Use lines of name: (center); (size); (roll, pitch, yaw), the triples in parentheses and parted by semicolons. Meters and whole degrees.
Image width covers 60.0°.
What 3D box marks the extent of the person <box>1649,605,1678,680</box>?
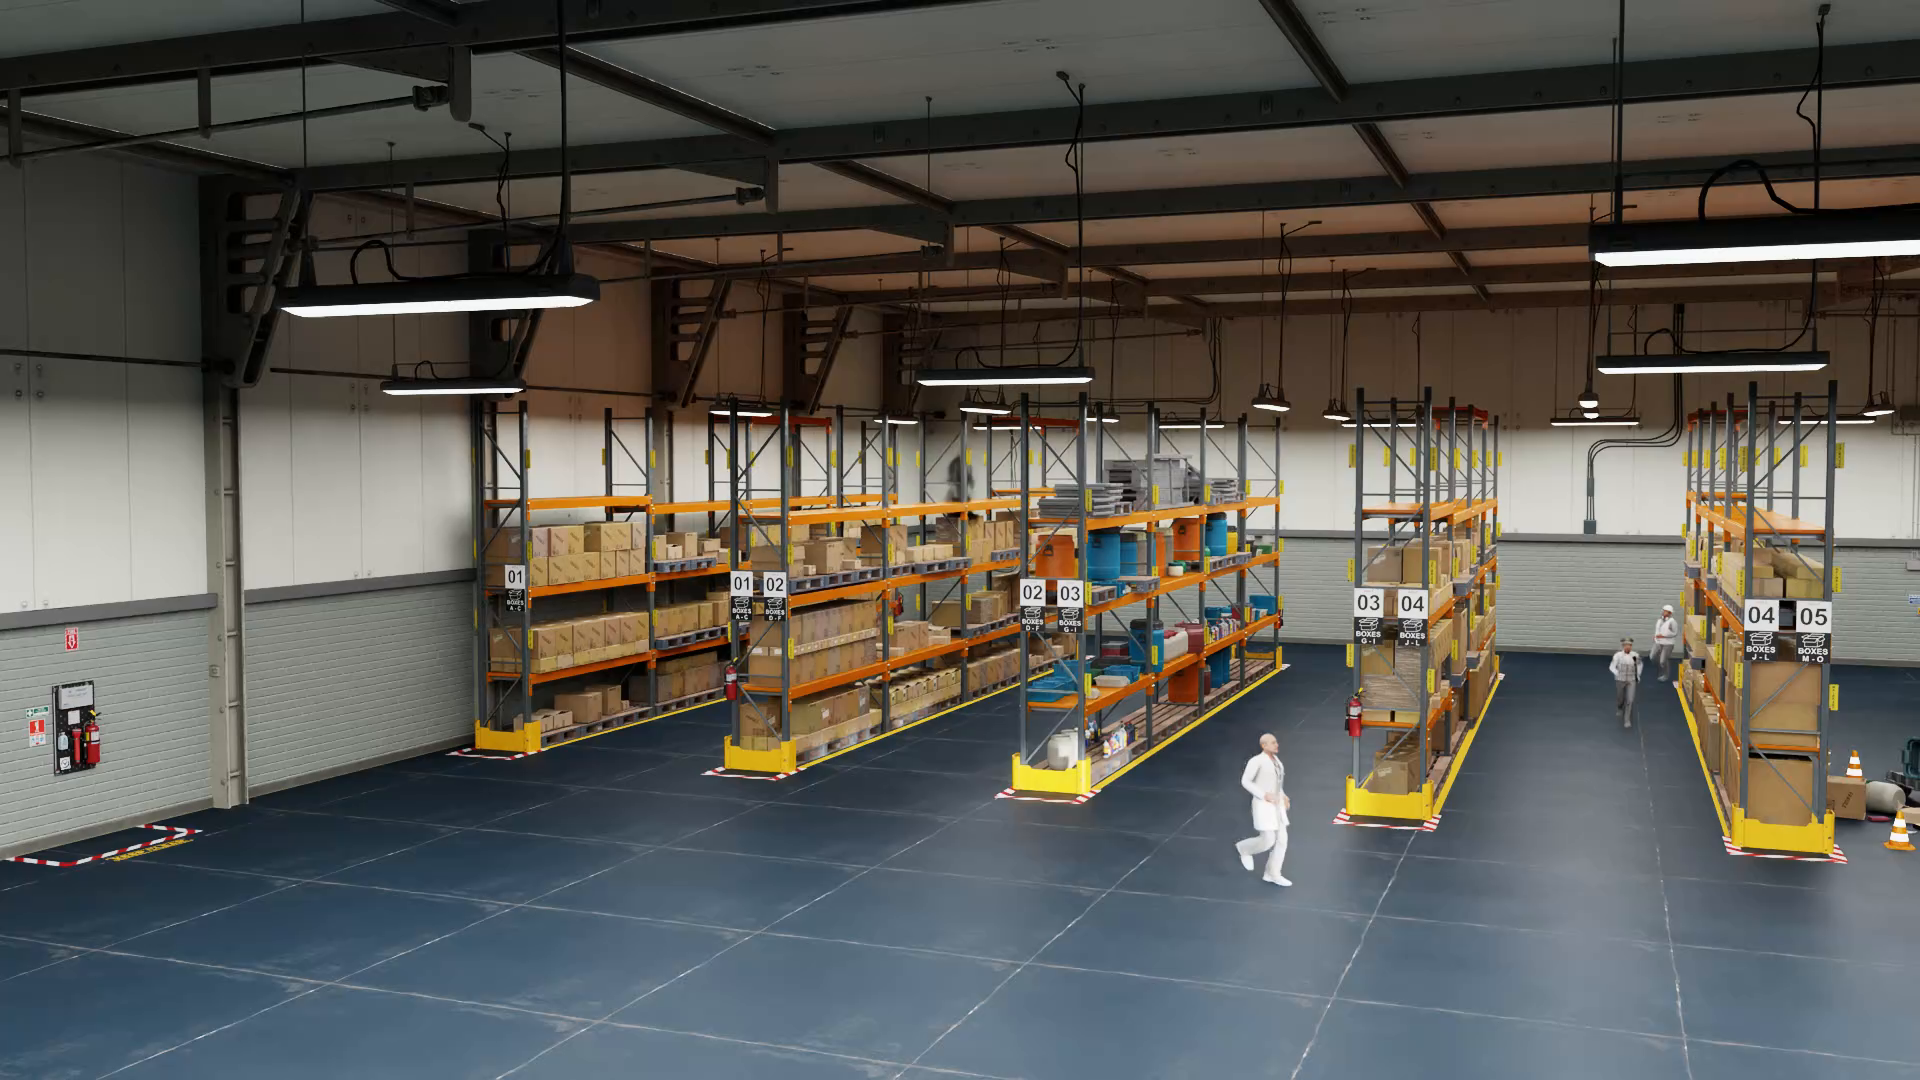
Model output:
person: (15.857, 2.316, 37.438); (0.561, 1.723, 0.640); (-1, 3, -27)

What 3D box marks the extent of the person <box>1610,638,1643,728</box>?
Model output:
person: (12.530, 2.649, 31.269); (0.606, 1.672, 0.841); (1, 3, 16)

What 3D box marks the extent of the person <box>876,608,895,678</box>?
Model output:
person: (-1.680, 2.350, 36.065); (0.716, 1.784, 0.962); (1, 3, 19)

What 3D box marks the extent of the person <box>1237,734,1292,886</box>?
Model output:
person: (3.602, 3.176, 19.710); (0.705, 1.765, 0.779); (-3, 4, -42)
